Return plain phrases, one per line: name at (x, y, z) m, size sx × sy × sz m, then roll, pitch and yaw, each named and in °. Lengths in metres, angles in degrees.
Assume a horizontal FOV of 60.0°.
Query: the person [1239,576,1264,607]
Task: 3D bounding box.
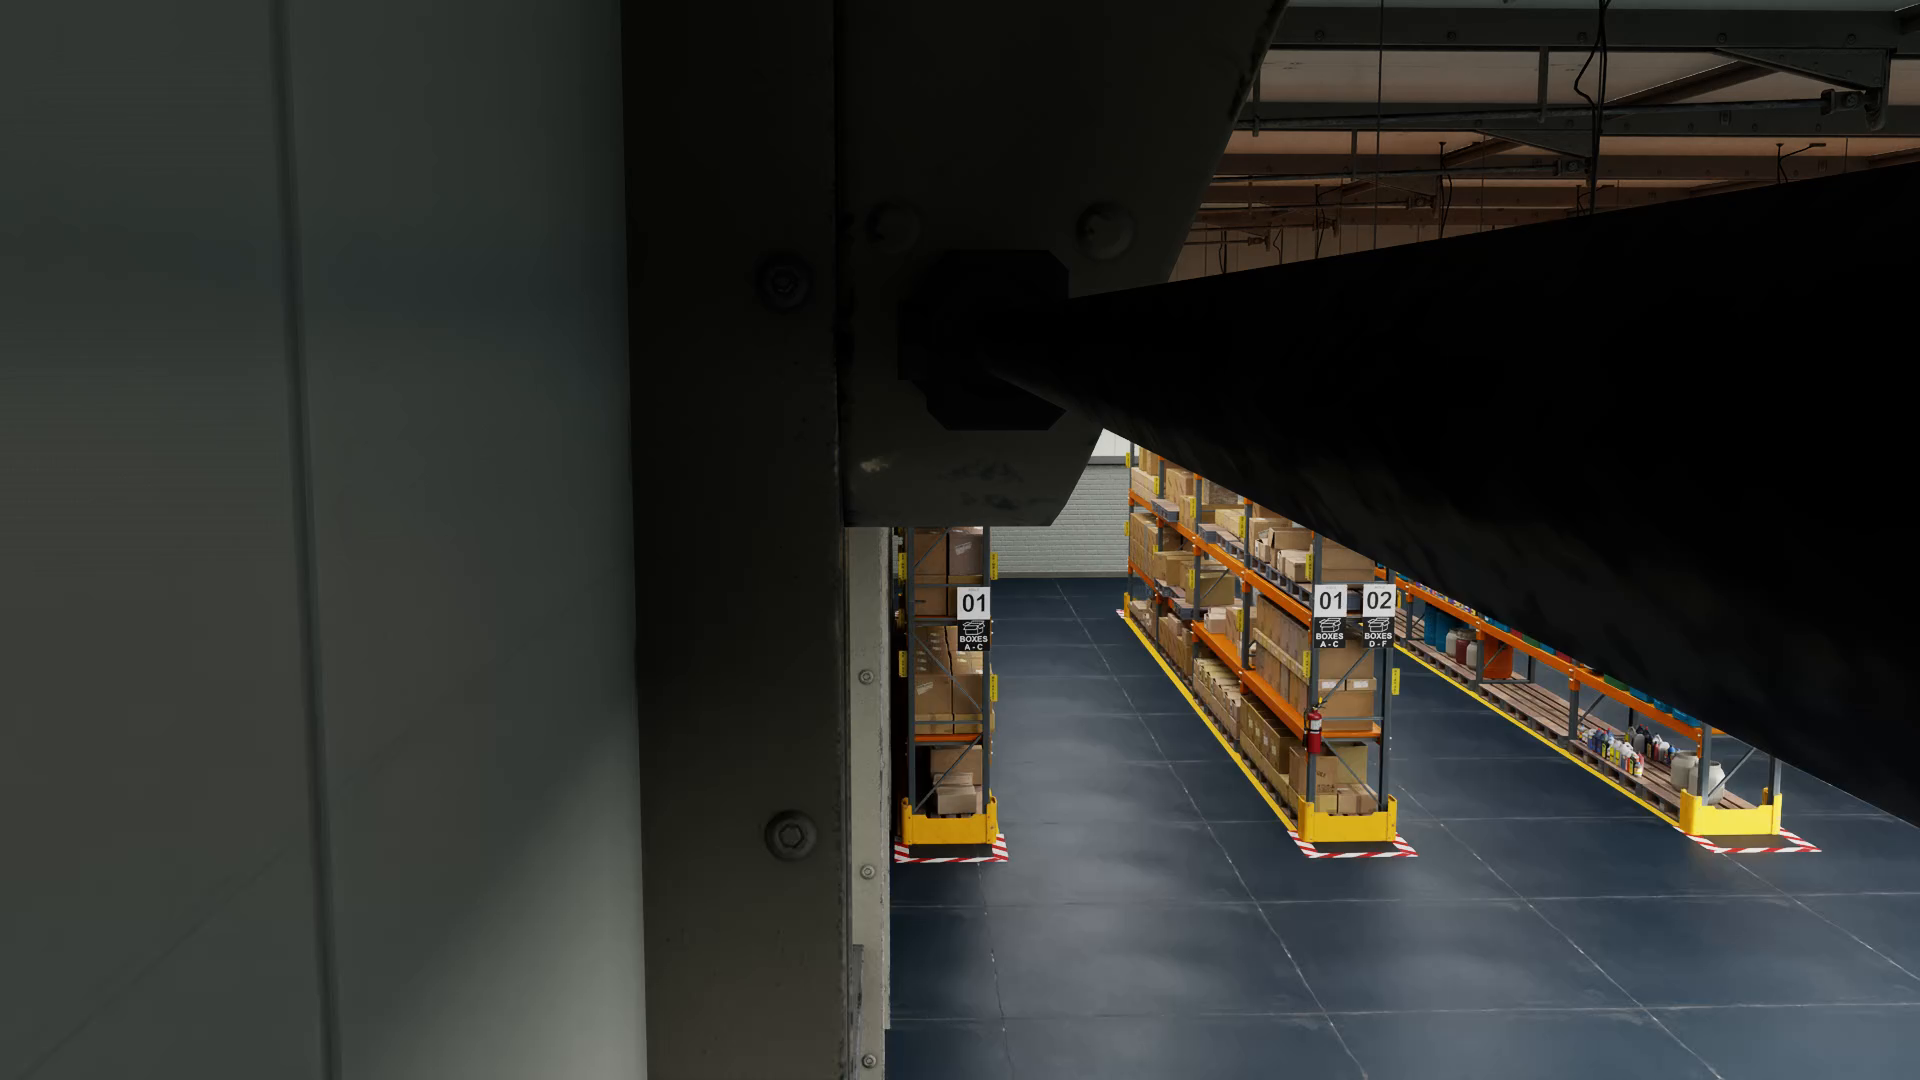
person at (6.220, 0.973, 35.105) m, size 0.677 × 1.798 × 0.868 m, roll -2°, pitch 7°, yaw -12°
